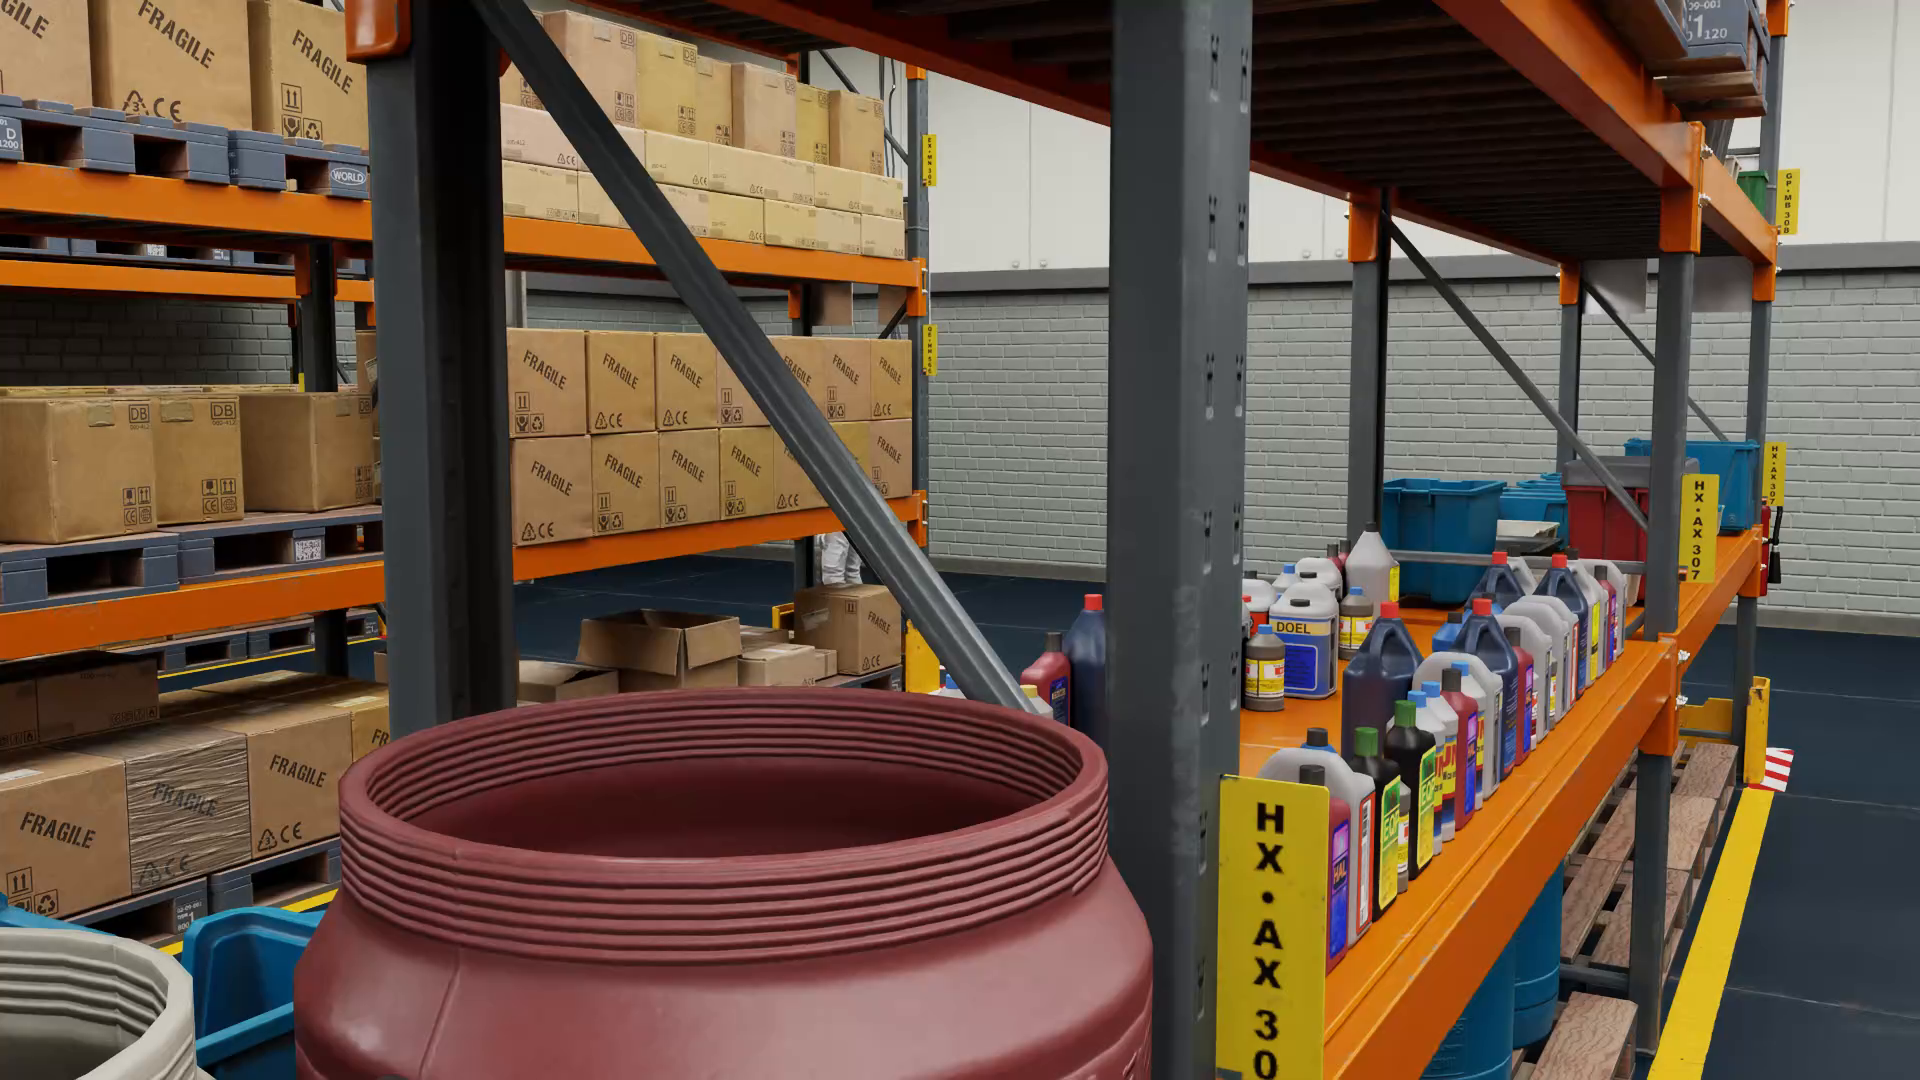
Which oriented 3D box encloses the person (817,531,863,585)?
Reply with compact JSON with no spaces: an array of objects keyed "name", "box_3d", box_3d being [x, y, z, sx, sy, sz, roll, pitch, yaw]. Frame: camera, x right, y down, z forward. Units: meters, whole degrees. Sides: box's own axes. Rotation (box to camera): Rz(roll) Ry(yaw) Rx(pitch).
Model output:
[{"name":"person","box_3d":[-0.937,-0.104,13.022,0.453,1.778,0.614,3,6,25]}]
